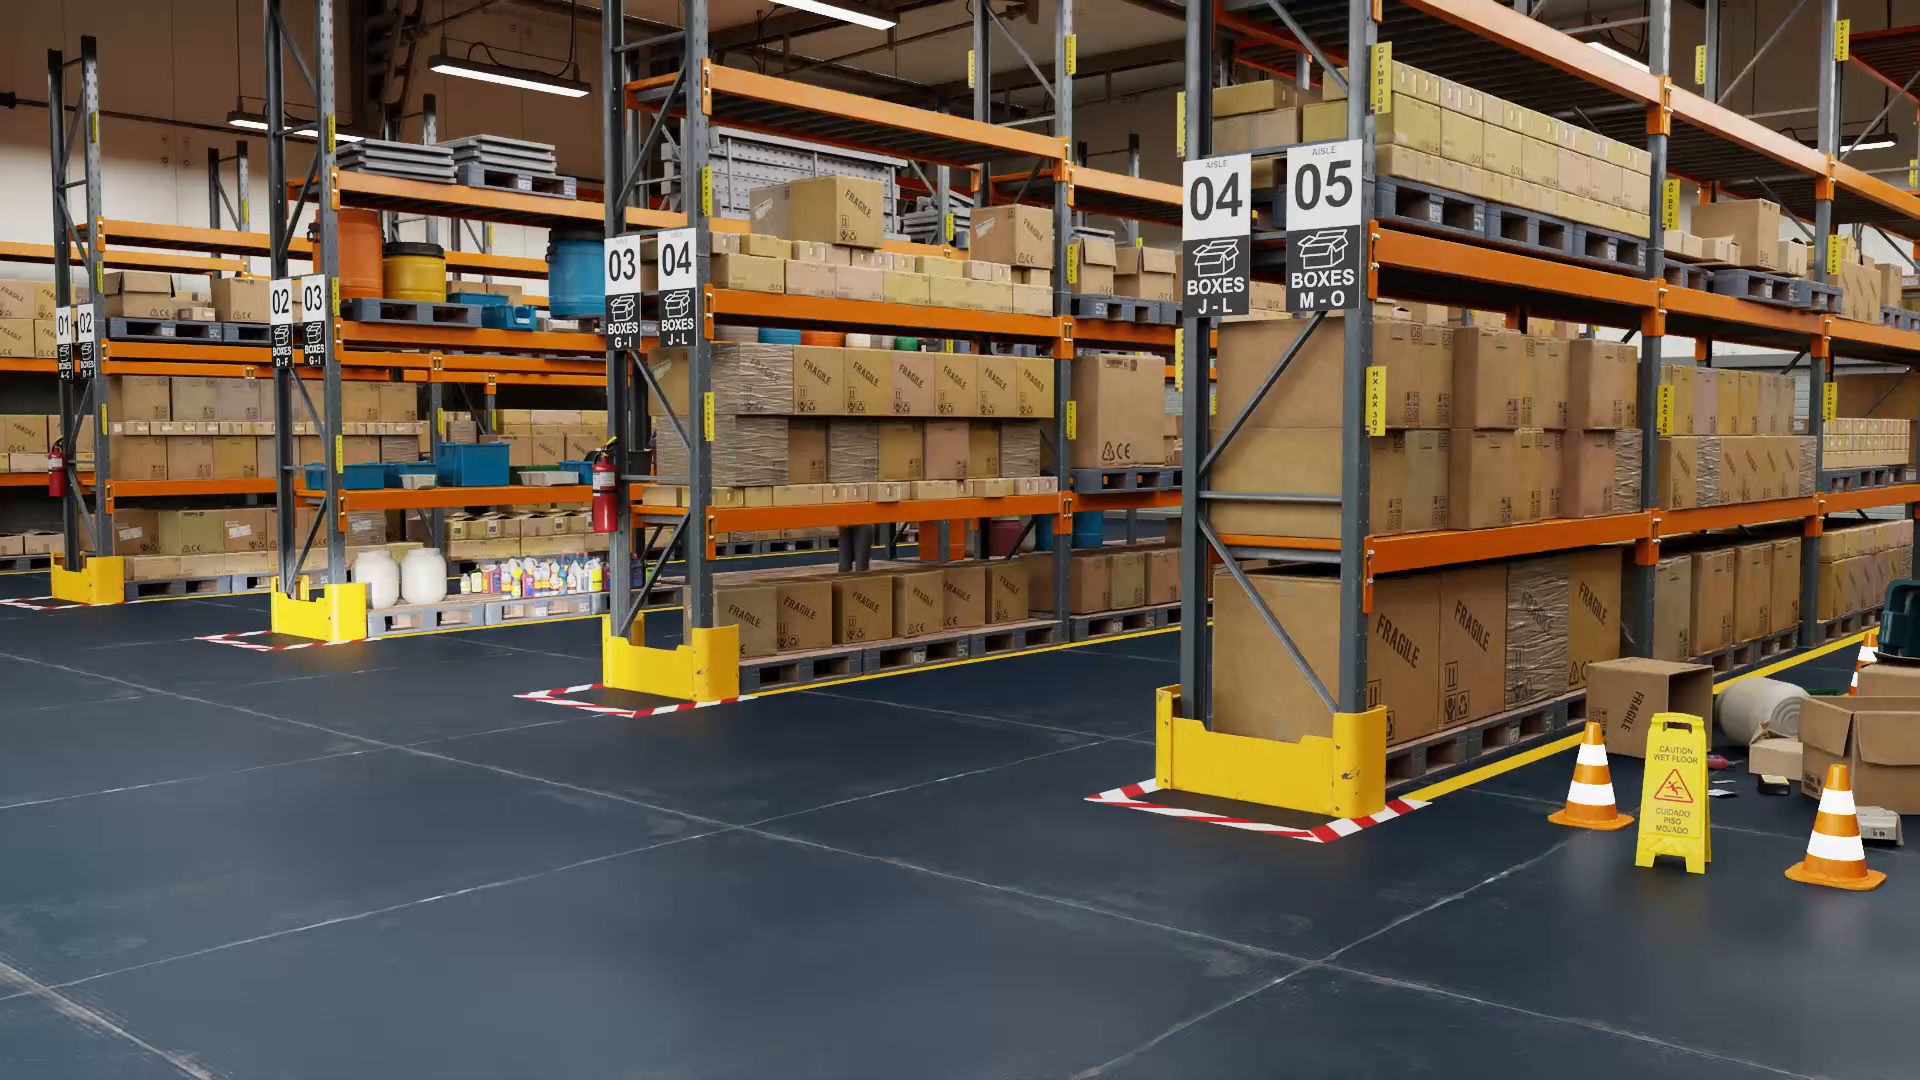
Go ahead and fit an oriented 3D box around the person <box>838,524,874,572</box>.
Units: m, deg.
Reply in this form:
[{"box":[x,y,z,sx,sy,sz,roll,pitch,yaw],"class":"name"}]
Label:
[{"box":[-1.097,-0.073,16.698,0.454,1.652,0.511,3,5,41],"class":"person"}]
